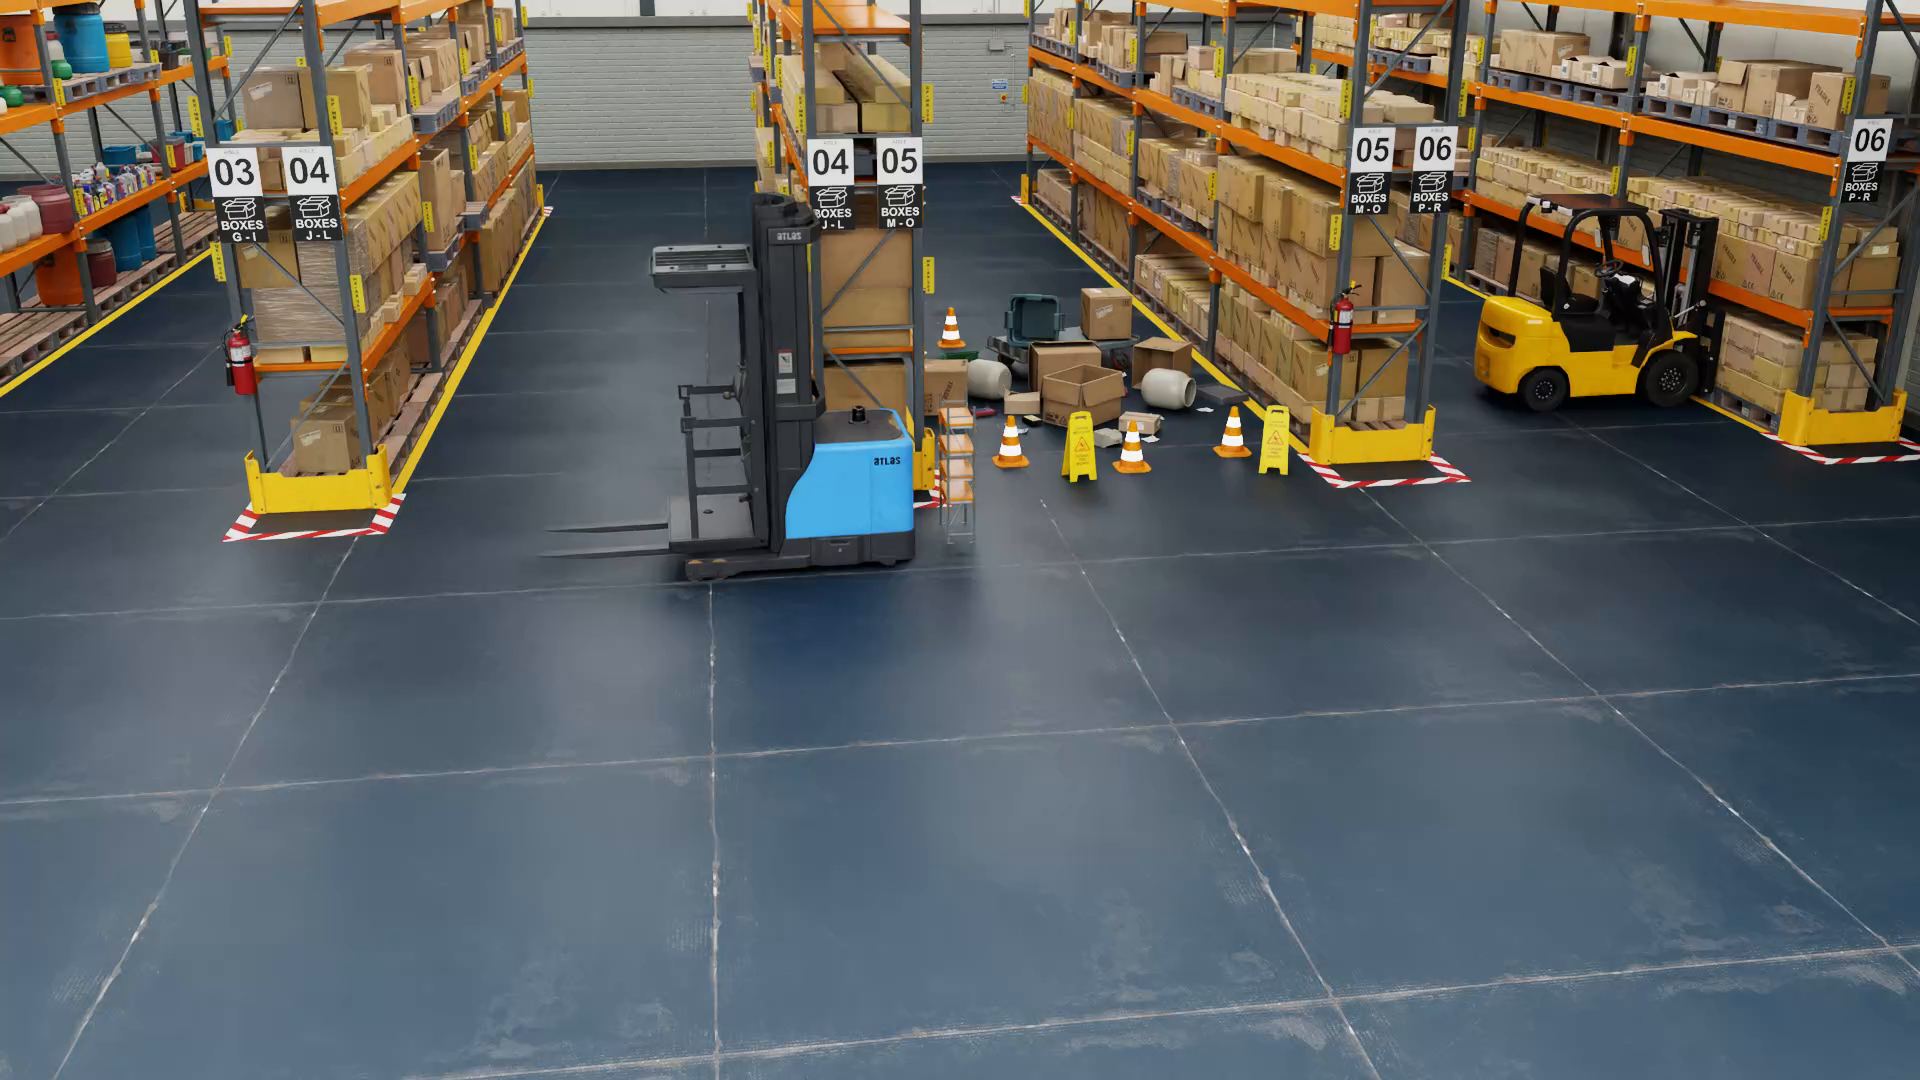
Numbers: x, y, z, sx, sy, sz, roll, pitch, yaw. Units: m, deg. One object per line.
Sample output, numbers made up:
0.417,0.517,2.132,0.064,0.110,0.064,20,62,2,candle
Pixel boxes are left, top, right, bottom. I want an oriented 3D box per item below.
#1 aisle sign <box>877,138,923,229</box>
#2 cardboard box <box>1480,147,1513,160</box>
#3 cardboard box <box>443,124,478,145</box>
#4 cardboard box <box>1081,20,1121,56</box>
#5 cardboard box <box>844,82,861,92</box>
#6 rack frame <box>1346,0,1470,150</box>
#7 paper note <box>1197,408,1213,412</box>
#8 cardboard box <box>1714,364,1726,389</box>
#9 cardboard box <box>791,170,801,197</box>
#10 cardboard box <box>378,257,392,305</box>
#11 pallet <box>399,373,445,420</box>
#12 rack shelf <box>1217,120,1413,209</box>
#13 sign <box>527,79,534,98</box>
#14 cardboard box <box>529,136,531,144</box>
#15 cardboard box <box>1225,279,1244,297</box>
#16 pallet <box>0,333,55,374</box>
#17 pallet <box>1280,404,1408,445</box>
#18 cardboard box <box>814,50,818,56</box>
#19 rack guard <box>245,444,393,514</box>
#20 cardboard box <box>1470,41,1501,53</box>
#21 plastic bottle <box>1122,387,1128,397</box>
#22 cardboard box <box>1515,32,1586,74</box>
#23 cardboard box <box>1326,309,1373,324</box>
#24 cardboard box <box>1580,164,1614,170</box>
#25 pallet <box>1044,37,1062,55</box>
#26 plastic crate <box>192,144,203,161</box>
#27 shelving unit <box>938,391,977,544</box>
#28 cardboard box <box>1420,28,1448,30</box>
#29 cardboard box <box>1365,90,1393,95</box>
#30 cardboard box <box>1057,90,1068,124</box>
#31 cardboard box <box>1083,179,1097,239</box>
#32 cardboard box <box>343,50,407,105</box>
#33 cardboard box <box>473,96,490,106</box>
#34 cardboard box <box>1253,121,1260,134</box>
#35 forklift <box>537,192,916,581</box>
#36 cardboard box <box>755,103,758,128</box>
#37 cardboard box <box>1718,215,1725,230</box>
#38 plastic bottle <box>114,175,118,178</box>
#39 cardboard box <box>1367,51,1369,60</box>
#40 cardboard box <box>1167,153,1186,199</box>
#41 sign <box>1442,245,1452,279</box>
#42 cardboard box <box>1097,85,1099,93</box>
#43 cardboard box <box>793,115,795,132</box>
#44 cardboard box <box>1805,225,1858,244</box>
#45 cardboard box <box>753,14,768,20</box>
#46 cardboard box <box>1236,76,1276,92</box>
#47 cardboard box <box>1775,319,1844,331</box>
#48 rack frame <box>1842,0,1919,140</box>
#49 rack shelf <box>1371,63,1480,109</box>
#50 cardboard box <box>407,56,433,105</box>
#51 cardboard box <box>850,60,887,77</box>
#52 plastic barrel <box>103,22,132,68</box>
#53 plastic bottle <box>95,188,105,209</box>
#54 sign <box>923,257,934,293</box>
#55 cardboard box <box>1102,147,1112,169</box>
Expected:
-0.526,-3.121,14.569,0.394,0.787,0.004,-3,21,-8,aisle sign
7.563,-5.444,23.435,0.380,0.149,0.250,-2,21,-6,cardboard box
-7.090,-5.463,22.980,0.797,0.503,0.637,-2,21,-6,cardboard box
2.161,-7.681,25.463,0.500,0.500,0.500,-3,21,-9,cardboard box
-0.868,-4.334,16.293,0.500,0.250,0.500,-3,21,-8,cardboard box
4.051,-5.007,14.761,1.000,3.000,0.127,-3,21,-8,rack frame
2.652,-1.410,17.948,0.142,0.019,0.148,-11,23,-26,paper note
8.456,-1.850,18.213,0.500,0.250,0.500,-3,21,-7,cardboard box
-1.390,-3.744,18.195,0.875,0.550,0.550,-3,21,-8,cardboard box
-6.089,-2.591,16.299,0.875,0.500,0.500,-3,21,-8,cardboard box
-6.201,-1.545,18.051,1.003,0.211,1.213,-3,21,-8,pallet
3.762,-3.958,17.266,1.077,0.370,4.000,-3,21,-8,rack shelf
-7.523,-7.913,29.121,0.100,0.325,0.005,-3,21,-8,sign
-7.646,-6.923,28.823,0.380,0.149,0.250,-3,21,-7,cardboard box
3.251,-2.881,18.975,0.380,0.149,0.250,-3,21,-7,cardboard box
-11.564,-2.219,19.856,1.003,0.211,1.213,-3,21,-8,pallet
3.958,-1.200,17.127,1.003,0.211,1.213,-3,21,-8,pallet
-1.805,-6.345,22.488,0.500,0.500,0.500,-3,21,-8,cardboard box
-5.767,-0.552,14.981,1.175,0.500,0.348,-3,21,-8,rack guard
7.467,-6.984,23.559,0.380,0.149,0.250,-2,21,-6,cardboard box
1.804,-1.664,18.584,0.133,0.061,0.283,1,20,2,plastic bottle
7.844,-6.481,22.109,0.700,0.500,0.500,-3,21,-9,cardboard box
3.785,-2.198,16.173,0.380,0.149,0.250,-2,21,-6,cardboard box
8.373,-4.847,21.836,0.380,0.149,0.250,-3,21,-7,cardboard box
2.041,-8.421,28.314,1.003,0.211,1.213,-3,21,-8,pallet
-12.414,-6.239,26.786,0.416,0.233,0.300,-3,21,-8,plastic crate
-0.024,-0.619,14.160,0.258,1.200,0.503,-3,21,-8,shelving unit
7.495,-8.002,26.257,0.380,0.149,0.250,-3,21,-9,cardboard box
4.125,-4.434,16.732,0.380,0.149,0.250,-2,21,-6,cardboard box
1.915,-7.192,27.614,0.500,0.500,0.500,-3,21,-9,cardboard box
2.489,-5.342,26.670,0.875,0.875,0.875,-2,21,-6,cardboard box
-6.015,-4.765,17.116,0.500,0.500,0.500,-4,21,-9,cardboard box
-8.107,-7.125,27.724,0.500,0.500,0.500,-3,21,-9,cardboard box
3.401,-4.487,18.014,0.380,0.149,0.250,-2,21,-6,cardboard box
-1.931,-1.242,13.351,3.031,2.935,1.130,-4,21,-9,forklift
-3.348,-7.469,29.358,0.500,0.500,0.500,-2,21,-5,cardboard box
8.479,-3.439,18.067,0.380,0.149,0.250,-3,21,-8,cardboard box
-11.986,-5.061,23.664,0.097,0.271,0.097,0,20,0,plastic bottle
6.888,-8.000,27.421,0.380,0.149,0.250,-3,21,-8,cardboard box
2.963,-4.645,21.198,0.500,0.500,0.500,-4,21,-10,cardboard box
4.588,-2.630,15.733,0.100,0.325,0.005,-3,21,-8,sign
2.401,-7.468,27.424,0.380,0.149,0.250,-3,21,-8,cardboard box
-1.399,-3.981,15.917,0.380,0.149,0.250,-3,21,-7,cardboard box
8.702,-3.052,16.605,0.380,0.149,0.250,-3,21,-8,cardboard box
-3.332,-8.897,28.394,0.380,0.149,0.250,-3,21,-8,cardboard box
3.263,-5.029,18.326,0.380,0.149,0.250,-2,21,-6,cardboard box
9.004,-2.174,17.651,0.500,0.250,0.500,-3,21,-8,cardboard box
8.962,-5.259,15.435,1.000,3.000,0.127,-3,21,-8,rack frame
7.521,-6.979,25.356,1.077,0.370,4.000,-3,21,-8,rack shelf
-6.439,-5.226,18.887,0.797,0.503,0.637,-2,21,-6,cardboard box
-0.934,-4.830,17.051,0.380,0.149,0.250,-3,21,-7,cardboard box
-12.054,-6.986,23.478,0.600,0.588,0.600,0,20,0,plastic barrel
-11.627,-4.617,22.459,0.061,0.283,0.133,-3,21,-8,plastic bottle
-0.283,-2.381,14.953,0.100,0.325,0.005,-3,21,-8,sign
2.405,-5.639,24.527,0.500,0.250,0.500,-3,21,-9,cardboard box
